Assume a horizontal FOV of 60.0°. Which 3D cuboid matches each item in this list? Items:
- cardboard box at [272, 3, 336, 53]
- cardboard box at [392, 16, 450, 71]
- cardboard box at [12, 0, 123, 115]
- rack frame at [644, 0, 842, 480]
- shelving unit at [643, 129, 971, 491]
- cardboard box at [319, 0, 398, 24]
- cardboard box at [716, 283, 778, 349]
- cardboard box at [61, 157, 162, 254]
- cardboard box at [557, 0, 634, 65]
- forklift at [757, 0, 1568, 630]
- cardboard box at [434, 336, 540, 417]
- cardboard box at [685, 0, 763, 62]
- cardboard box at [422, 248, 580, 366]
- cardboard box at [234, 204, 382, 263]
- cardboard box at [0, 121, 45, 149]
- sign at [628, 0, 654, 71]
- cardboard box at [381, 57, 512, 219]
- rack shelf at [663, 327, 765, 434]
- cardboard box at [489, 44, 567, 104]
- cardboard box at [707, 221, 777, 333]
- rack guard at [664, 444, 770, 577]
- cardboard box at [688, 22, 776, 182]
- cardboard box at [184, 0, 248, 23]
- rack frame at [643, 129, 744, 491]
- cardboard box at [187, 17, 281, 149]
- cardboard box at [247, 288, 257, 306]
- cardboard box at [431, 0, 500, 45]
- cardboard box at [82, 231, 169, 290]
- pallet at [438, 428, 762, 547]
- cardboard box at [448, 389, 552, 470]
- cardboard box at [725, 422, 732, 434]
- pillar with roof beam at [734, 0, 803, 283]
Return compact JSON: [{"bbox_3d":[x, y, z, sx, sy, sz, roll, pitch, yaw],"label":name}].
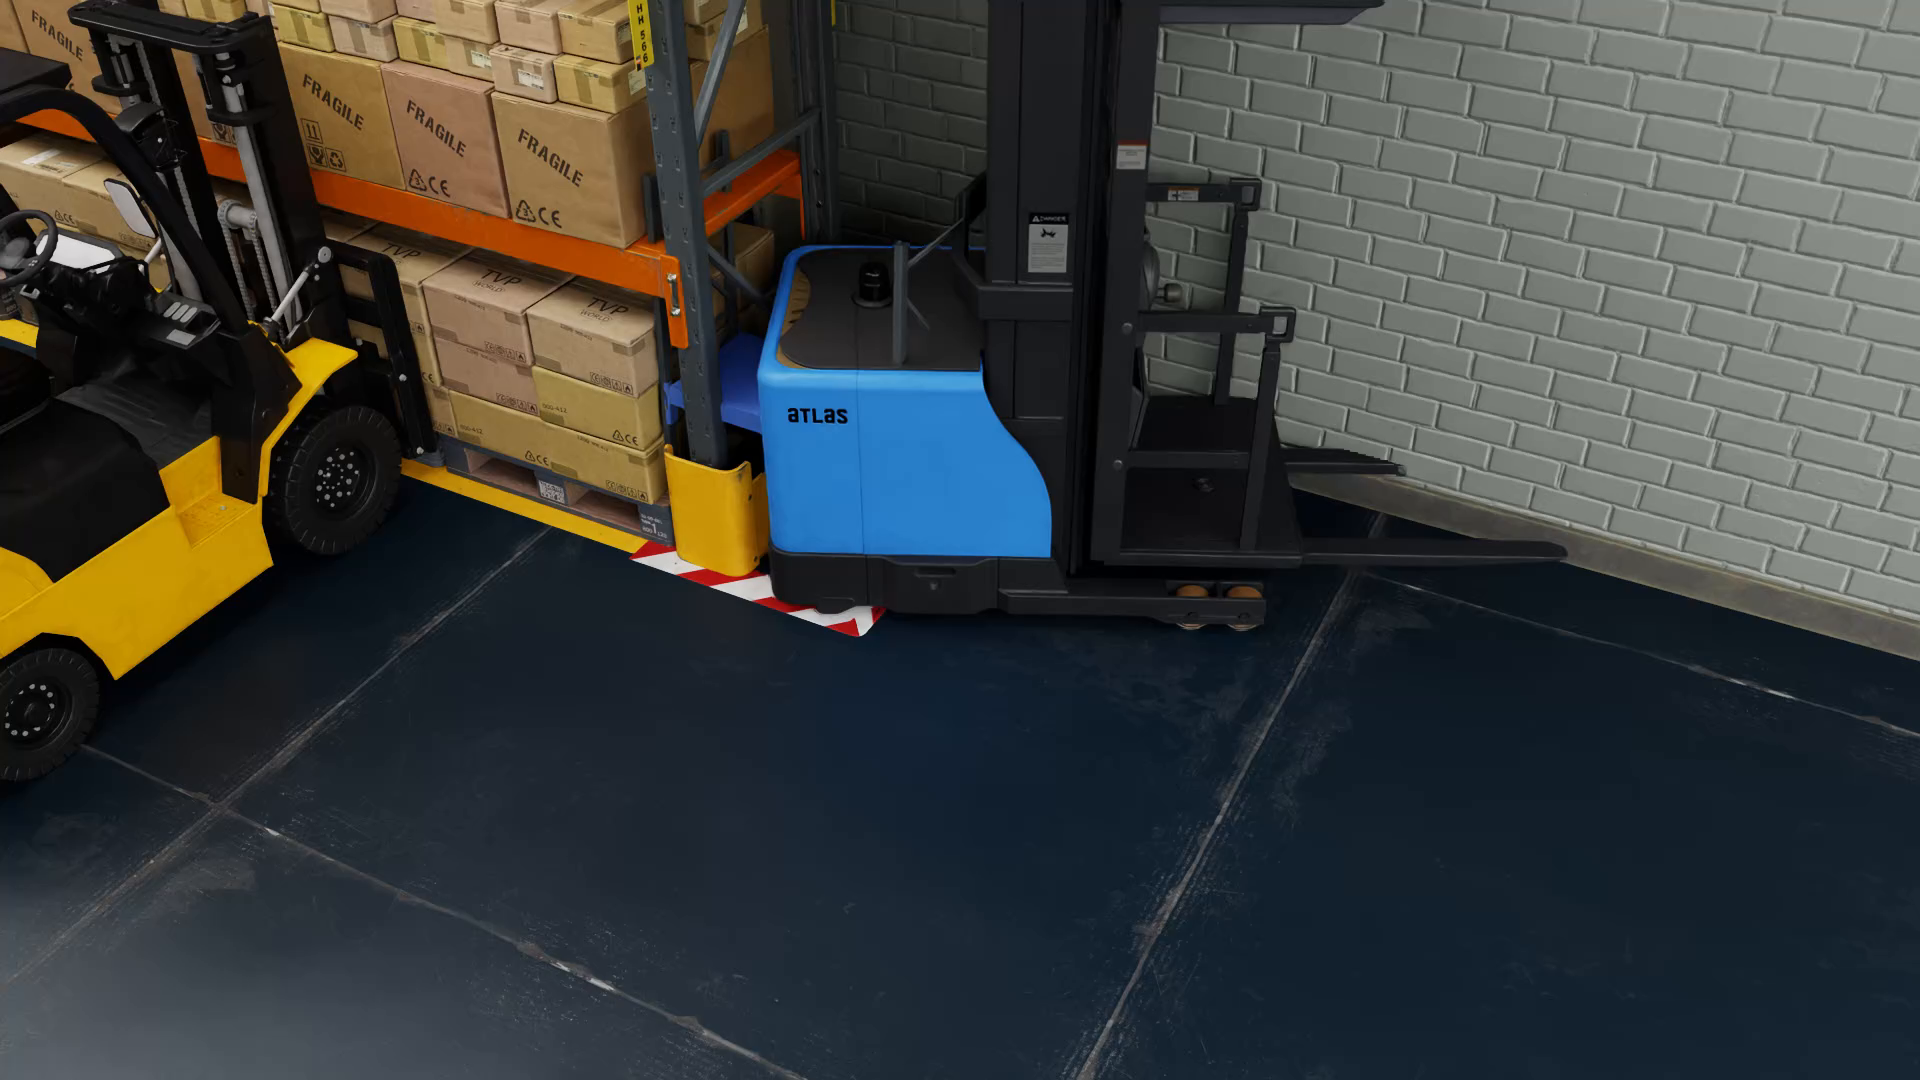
[{"bbox_3d":[-2.348,-1.991,6.273,0.250,0.149,0.380,18,41,22],"label":"cardboard box"},{"bbox_3d":[-1.855,-1.883,6.130,0.250,0.149,0.380,17,40,21],"label":"cardboard box"},{"bbox_3d":[-3.569,-2.156,7.027,0.500,0.500,0.500,18,41,22],"label":"cardboard box"},{"bbox_3d":[-0.761,-1.403,6.118,0.127,3.000,1.000,17,41,21],"label":"rack frame"},{"bbox_3d":[-0.568,-0.652,6.305,1.048,1.500,0.538,19,39,21],"label":"shelving unit"},{"bbox_3d":[-2.123,-2.039,6.089,0.250,0.149,0.380,18,41,23],"label":"cardboard box"},{"bbox_3d":[-1.083,-0.917,6.990,0.500,0.250,0.500,18,41,22],"label":"cardboard box"},{"bbox_3d":[-3.578,-1.535,7.392,0.500,0.250,0.500,17,41,22],"label":"cardboard box"},{"bbox_3d":[-1.176,-1.806,5.784,0.250,0.149,0.380,17,41,22],"label":"cardboard box"},{"bbox_3d":[0.803,-1.156,5.848,3.031,2.935,1.130,1,37,1],"label":"forklift"},{"bbox_3d":[-1.777,-0.787,6.820,0.500,0.250,0.500,17,40,21],"label":"cardboard box"},{"bbox_3d":[-0.943,-1.935,6.199,0.250,0.149,0.380,16,40,20],"label":"cardboard box"},{"bbox_3d":[-1.769,-0.973,6.651,0.500,0.250,0.500,18,41,22],"label":"cardboard box"},{"bbox_3d":[-2.669,-1.253,7.020,0.500,0.250,0.500,17,40,21],"label":"cardboard box"},{"bbox_3d":[-4.781,-1.876,8.357,0.625,0.625,0.875,19,41,23],"label":"cardboard box"},{"bbox_3d":[-1.023,-1.671,5.317,0.005,0.325,0.100,17,41,21],"label":"sign"},{"bbox_3d":[-1.775,-1.588,6.279,0.500,0.500,0.500,19,41,23],"label":"cardboard box"},{"bbox_3d":[-0.575,-0.507,6.412,1.000,0.185,0.538,19,39,21],"label":"rack shelf"},{"bbox_3d":[-1.438,-1.703,5.893,0.250,0.149,0.380,18,41,22],"label":"cardboard box"},{"bbox_3d":[-1.101,-1.109,6.830,0.500,0.250,0.500,17,40,21],"label":"cardboard box"},{"bbox_3d":[-0.740,-0.401,6.865,0.348,0.500,1.175,17,41,21],"label":"rack guard"},{"bbox_3d":[-1.073,-1.730,6.465,0.500,0.500,0.500,19,41,23],"label":"cardboard box"},{"bbox_3d":[-2.787,-2.143,6.473,0.250,0.149,0.380,17,40,21],"label":"cardboard box"},{"bbox_3d":[-1.019,-0.805,6.483,0.032,1.500,0.500,19,39,21],"label":"rack frame"},{"bbox_3d":[-2.682,-1.864,6.643,0.500,0.500,0.500,18,41,22],"label":"cardboard box"},{"bbox_3d":[-2.688,-1.061,7.180,0.500,0.250,0.500,17,40,21],"label":"cardboard box"},{"bbox_3d":[-1.654,-1.917,5.929,0.250,0.149,0.380,18,41,22],"label":"cardboard box"},{"bbox_3d":[-3.577,-1.348,7.558,0.500,0.250,0.500,17,40,21],"label":"cardboard box"},{"bbox_3d":[-1.459,-0.483,7.211,1.213,0.211,1.003,17,41,21],"label":"pallet"},{"bbox_3d":[-1.761,-0.580,6.960,0.500,0.250,0.500,17,41,21],"label":"cardboard box"},{"bbox_3d":[-1.107,-0.717,7.140,0.500,0.250,0.500,18,41,22],"label":"cardboard box"},{"bbox_3d":[-2.945,-2.159,2.152,0.400,9.000,9.100,17,41,21],"label":"pillar with roof beam"}]
